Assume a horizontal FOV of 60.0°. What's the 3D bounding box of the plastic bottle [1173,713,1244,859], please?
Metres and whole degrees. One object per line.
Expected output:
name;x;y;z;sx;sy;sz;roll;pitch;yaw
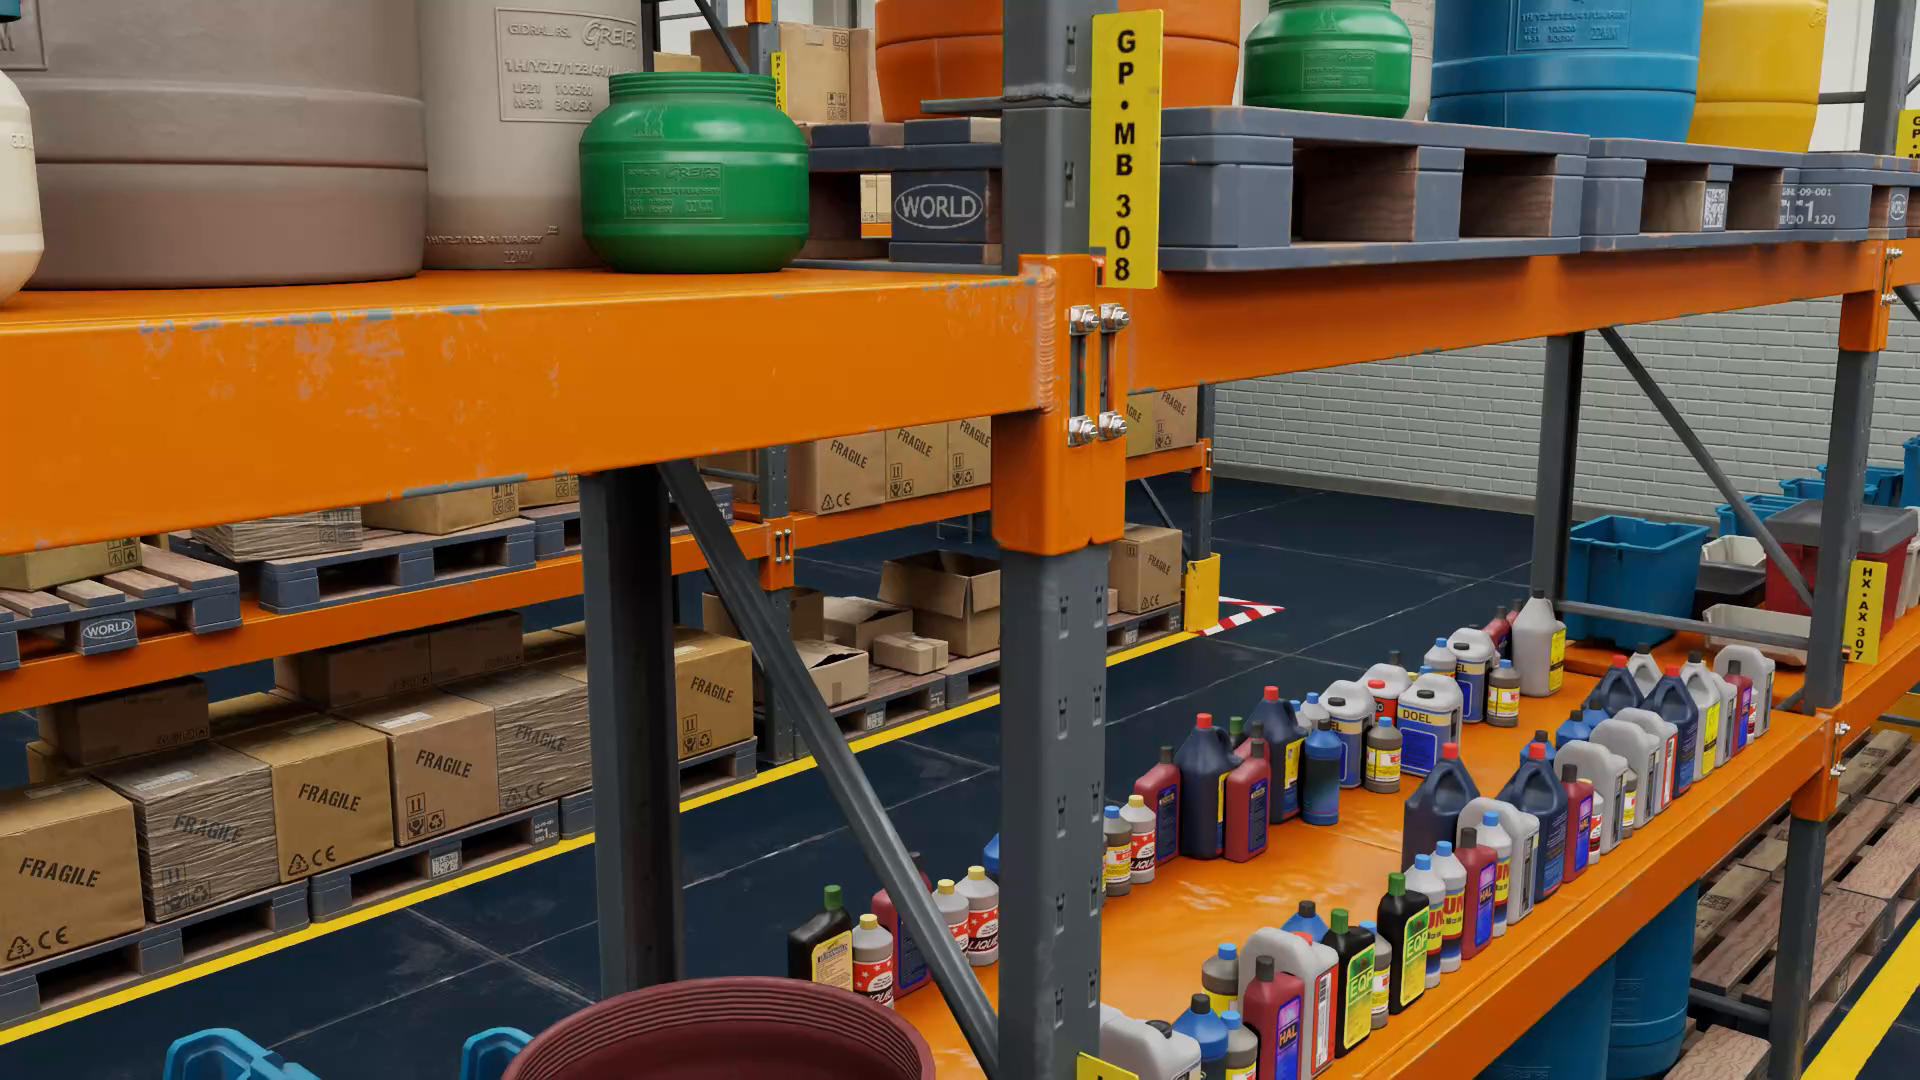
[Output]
plastic bottle;0.619;0.603;4.162;0.144;0.351;0.185;10;15;40

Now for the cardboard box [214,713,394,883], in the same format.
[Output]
cardboard box;-2.745;1.067;6.968;0.500;0.500;0.500;10;15;40

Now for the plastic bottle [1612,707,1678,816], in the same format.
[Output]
plastic bottle;1.831;0.579;4.469;0.152;0.276;0.135;10;15;40

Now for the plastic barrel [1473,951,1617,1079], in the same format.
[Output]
plastic barrel;1.583;1.296;4.850;0.600;0.901;0.708;10;15;40

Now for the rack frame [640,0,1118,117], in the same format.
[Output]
rack frame;-0.218;-2.063;2.063;1.000;3.000;0.127;10;15;40

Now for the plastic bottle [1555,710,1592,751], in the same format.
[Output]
plastic bottle;1.636;0.588;4.438;0.097;0.271;0.097;0;11;0

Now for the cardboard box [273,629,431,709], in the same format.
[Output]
cardboard box;-2.789;0.553;7.630;0.500;0.250;0.500;9;15;39

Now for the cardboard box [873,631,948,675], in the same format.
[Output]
cardboard box;-0.293;0.661;9.854;0.380;0.166;0.250;10;15;40

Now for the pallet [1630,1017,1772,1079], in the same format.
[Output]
pallet;1.882;1.766;5.329;1.003;0.211;1.213;10;15;40

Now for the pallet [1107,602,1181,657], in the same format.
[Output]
pallet;0.769;0.557;11.382;1.003;0.211;1.213;10;15;40

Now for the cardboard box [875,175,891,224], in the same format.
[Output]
cardboard box;-0.456;-1.860;9.091;0.500;0.250;0.500;10;15;40

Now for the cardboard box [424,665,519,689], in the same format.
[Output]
cardboard box;-2.477;0.852;8.046;0.500;0.500;0.500;10;15;41

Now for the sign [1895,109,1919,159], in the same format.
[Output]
sign;2.834;-1.113;4.945;0.100;0.325;0.005;10;15;40

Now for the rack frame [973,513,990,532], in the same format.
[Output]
rack frame;0.270;-1.090;14.807;0.400;2.100;0.015;10;15;40

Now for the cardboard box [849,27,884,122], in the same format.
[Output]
cardboard box;-0.567;-2.492;9.064;0.700;0.500;0.500;10;15;40

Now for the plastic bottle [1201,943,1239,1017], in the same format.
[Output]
plastic bottle;0.510;0.873;3.188;0.097;0.201;0.097;0;11;0

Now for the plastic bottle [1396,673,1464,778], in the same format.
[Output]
plastic bottle;1.334;0.526;4.735;0.152;0.276;0.135;10;15;40

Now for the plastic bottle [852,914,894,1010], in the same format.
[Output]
plastic bottle;-0.182;0.847;3.318;0.097;0.201;0.097;0;11;0

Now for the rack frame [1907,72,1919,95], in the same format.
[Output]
rack frame;5.063;-3.240;7.956;1.000;3.000;0.127;10;15;40

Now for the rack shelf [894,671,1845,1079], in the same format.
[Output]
rack shelf;1.102;0.938;4.195;1.077;0.370;4.000;10;15;40

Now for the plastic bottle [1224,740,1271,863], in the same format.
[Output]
plastic bottle;0.713;0.645;4.121;0.061;0.283;0.133;10;15;40

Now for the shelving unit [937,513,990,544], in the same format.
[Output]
shelving unit;0.109;-1.054;14.627;0.431;2.100;0.503;10;15;40

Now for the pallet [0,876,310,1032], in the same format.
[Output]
pallet;-3.415;1.501;6.659;1.003;0.211;1.213;10;15;40

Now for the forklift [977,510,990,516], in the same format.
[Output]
forklift;0.658;-1.892;16.700;1.130;2.935;3.031;3;12;15

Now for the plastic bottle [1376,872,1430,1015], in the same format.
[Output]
plastic bottle;0.891;0.799;3.352;0.061;0.283;0.133;10;15;40

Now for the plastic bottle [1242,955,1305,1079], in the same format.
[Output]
plastic bottle;0.562;0.872;2.984;0.061;0.283;0.133;10;15;40

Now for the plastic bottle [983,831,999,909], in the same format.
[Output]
plastic bottle;0.099;0.750;3.624;0.097;0.271;0.097;0;11;0

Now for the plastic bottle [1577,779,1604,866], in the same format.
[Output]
plastic bottle;1.533;0.690;4.104;0.097;0.201;0.097;0;11;0

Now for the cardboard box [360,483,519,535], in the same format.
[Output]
cardboard box;-2.416;-0.337;7.414;0.700;0.500;0.500;6;13;26

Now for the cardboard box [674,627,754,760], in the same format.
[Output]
cardboard box;-1.406;0.769;8.459;0.500;0.500;0.500;10;15;40

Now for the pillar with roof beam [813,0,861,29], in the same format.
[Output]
pillar with roof beam;1.987;-4.473;14.131;9.100;9.000;0.400;10;15;40

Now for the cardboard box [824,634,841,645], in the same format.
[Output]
cardboard box;-0.930;0.649;9.961;0.380;0.149;0.250;10;15;40

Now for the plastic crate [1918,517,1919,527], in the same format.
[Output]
plastic crate;4.458;-0.014;7.642;0.396;0.136;0.243;10;15;40

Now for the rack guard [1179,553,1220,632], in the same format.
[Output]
rack guard;1.294;0.298;11.942;1.175;0.500;0.348;10;15;40

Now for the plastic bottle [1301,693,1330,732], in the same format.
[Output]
plastic bottle;0.969;0.557;4.595;0.097;0.271;0.097;0;11;0

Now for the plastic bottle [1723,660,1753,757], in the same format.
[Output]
plastic bottle;2.287;0.488;4.909;0.061;0.283;0.133;10;15;40

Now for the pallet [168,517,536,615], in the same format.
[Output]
pallet;-2.656;0.046;7.314;1.003;0.211;1.213;10;15;40

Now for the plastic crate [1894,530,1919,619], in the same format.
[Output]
plastic crate;3.569;0.119;6.609;0.437;0.282;0.530;10;15;40

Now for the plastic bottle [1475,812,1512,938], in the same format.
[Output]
plastic bottle;1.170;0.737;3.691;0.097;0.271;0.097;0;11;0

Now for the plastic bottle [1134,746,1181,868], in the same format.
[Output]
plastic bottle;0.483;0.654;4.078;0.061;0.283;0.133;10;15;40

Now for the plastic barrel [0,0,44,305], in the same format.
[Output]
plastic barrel;-0.882;-0.307;1.283;0.301;0.262;0.301;0;11;0

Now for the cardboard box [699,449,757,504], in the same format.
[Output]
cardboard box;-1.159;-0.506;9.331;0.500;0.500;0.500;10;15;41

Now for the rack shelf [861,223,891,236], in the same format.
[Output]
rack shelf;0.024;-1.763;10.056;1.077;0.370;4.000;10;15;40

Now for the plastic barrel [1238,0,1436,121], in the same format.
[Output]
plastic barrel;0.839;-1.145;3.706;0.433;0.535;0.433;0;11;0

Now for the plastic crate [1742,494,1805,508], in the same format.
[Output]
plastic crate;3.783;-0.058;7.616;0.416;0.233;0.300;10;15;40

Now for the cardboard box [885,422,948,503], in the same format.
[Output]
cardboard box;-0.419;-0.515;9.375;0.500;0.500;0.500;10;15;41

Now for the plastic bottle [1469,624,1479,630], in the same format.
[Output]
plastic bottle;1.645;0.406;5.349;0.097;0.271;0.097;0;11;0

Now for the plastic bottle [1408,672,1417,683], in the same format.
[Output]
plastic bottle;1.364;0.503;5.042;0.097;0.201;0.097;0;11;0

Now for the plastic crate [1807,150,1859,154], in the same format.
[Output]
plastic crate;3.848;-1.549;7.309;0.504;0.338;0.767;10;15;40
